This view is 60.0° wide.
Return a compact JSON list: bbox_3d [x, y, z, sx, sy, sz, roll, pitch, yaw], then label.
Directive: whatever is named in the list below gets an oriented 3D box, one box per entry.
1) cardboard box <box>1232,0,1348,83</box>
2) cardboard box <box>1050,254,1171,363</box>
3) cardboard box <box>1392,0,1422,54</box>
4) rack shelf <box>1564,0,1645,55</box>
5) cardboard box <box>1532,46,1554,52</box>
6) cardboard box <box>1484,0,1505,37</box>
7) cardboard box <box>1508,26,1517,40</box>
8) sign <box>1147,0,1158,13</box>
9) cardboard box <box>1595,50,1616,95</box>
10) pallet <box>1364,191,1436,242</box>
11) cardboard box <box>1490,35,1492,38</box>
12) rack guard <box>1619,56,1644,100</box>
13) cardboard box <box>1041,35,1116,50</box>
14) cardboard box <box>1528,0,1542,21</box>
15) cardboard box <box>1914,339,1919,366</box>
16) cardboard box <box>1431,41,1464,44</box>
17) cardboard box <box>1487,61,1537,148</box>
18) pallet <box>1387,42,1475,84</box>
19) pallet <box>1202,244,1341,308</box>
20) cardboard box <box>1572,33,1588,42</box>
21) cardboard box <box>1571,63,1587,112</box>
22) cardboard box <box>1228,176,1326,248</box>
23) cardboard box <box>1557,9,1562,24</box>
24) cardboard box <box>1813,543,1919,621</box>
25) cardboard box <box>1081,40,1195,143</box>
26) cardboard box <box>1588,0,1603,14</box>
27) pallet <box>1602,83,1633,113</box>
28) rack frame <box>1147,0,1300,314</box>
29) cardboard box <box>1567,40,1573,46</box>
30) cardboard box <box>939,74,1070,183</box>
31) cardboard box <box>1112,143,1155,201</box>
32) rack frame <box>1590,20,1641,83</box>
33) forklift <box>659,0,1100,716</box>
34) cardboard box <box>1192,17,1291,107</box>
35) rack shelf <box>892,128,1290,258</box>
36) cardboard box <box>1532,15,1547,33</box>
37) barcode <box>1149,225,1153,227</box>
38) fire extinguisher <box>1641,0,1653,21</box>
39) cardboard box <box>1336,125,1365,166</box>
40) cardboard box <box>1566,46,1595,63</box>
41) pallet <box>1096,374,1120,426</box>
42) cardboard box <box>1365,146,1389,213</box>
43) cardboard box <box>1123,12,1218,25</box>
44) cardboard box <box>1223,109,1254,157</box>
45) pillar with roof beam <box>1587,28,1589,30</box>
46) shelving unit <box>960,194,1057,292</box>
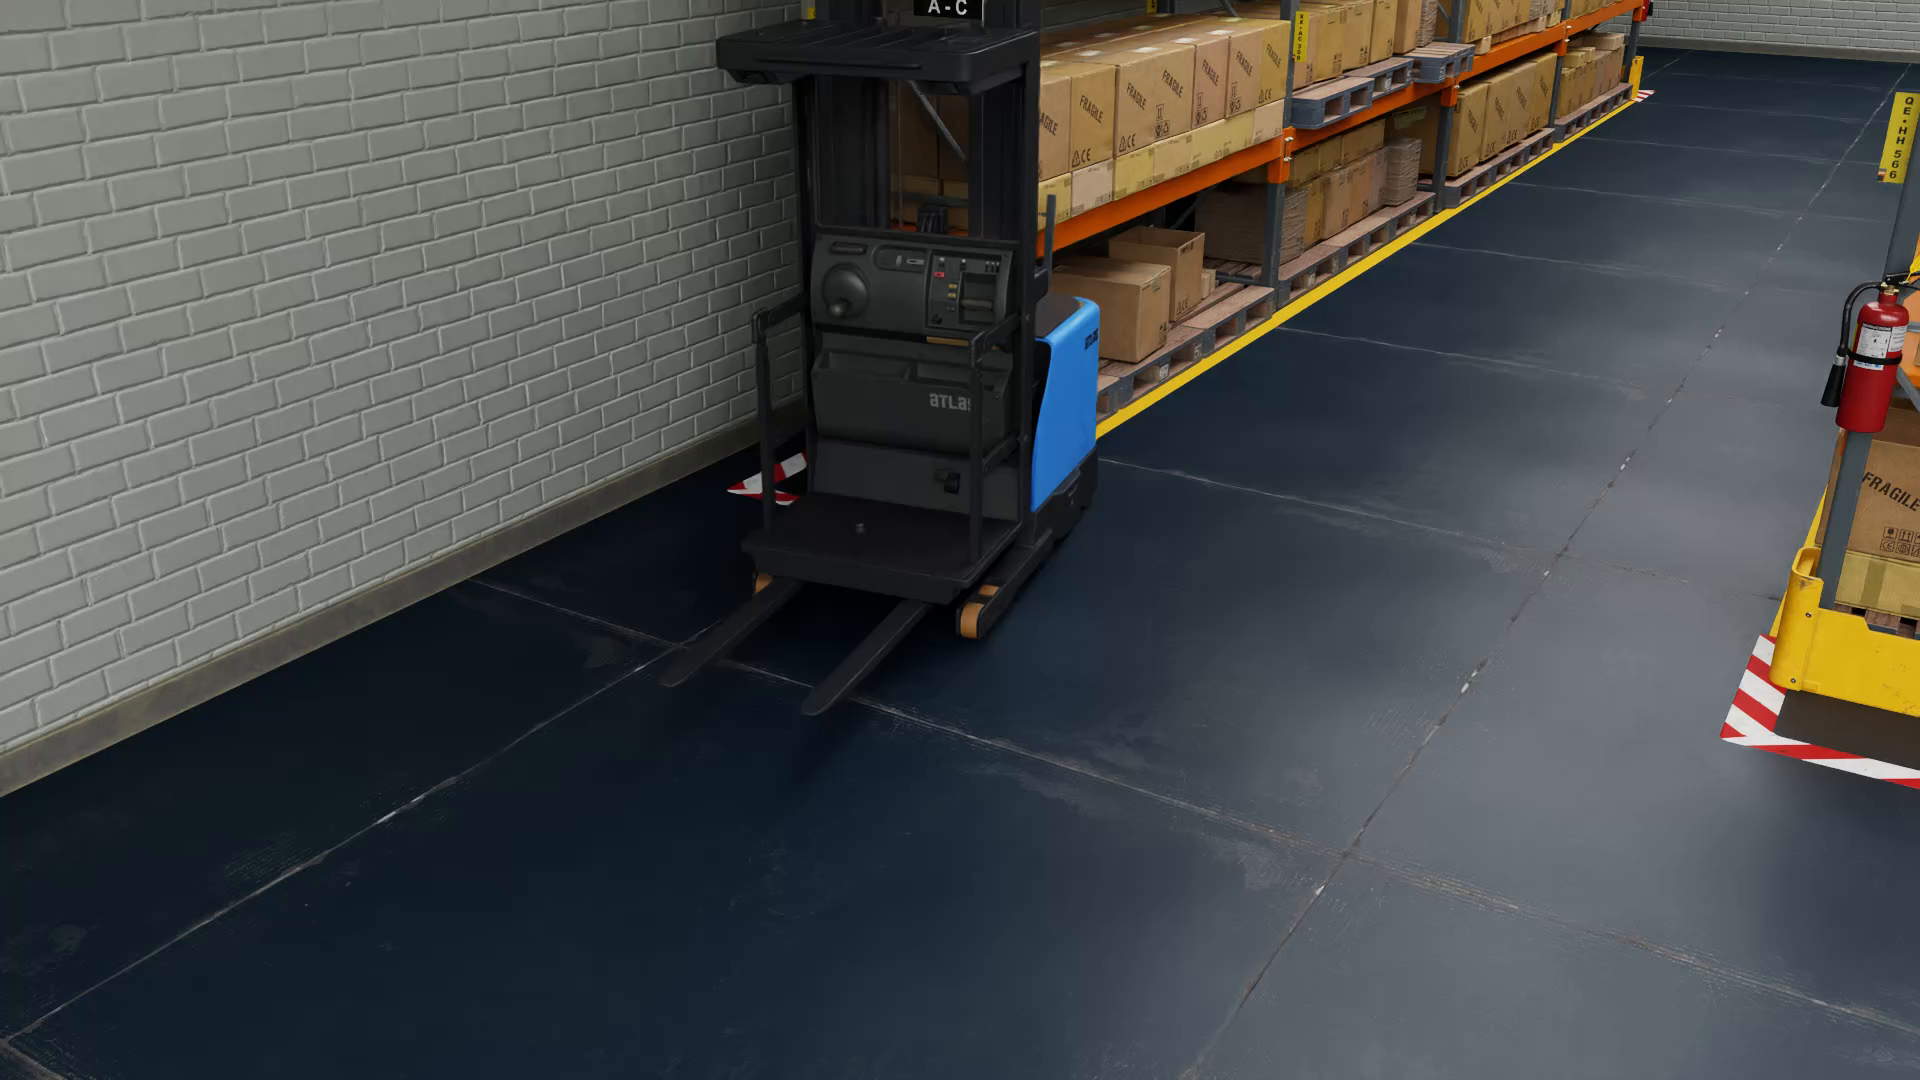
[{"bbox_3d":[2.433,-3.714,12.373,0.700,0.500,0.500,17,29,34],"label":"cardboard box"},{"bbox_3d":[0.897,-1.463,10.446,0.700,0.500,0.500,12,26,26],"label":"cardboard box"},{"bbox_3d":[3.434,-4.357,13.859,0.700,0.500,0.500,11,26,24],"label":"cardboard box"},{"bbox_3d":[7.110,-6.159,19.607,1.077,0.370,4.000,14,27,29],"label":"rack shelf"},{"bbox_3d":[6.706,-5.648,19.323,0.380,0.149,0.250,13,27,27],"label":"cardboard box"},{"bbox_3d":[4.703,-4.941,15.362,0.500,0.500,0.500,15,28,31],"label":"cardboard box"},{"bbox_3d":[5.260,-5.028,16.379,0.380,0.149,0.250,15,27,31],"label":"cardboard box"},{"bbox_3d":[1.362,-3.760,11.704,0.100,0.325,0.005,14,27,29],"label":"sign"},{"bbox_3d":[7.617,-5.784,20.452,0.700,0.500,0.500,14,27,29],"label":"cardboard box"},{"bbox_3d":[3.532,-2.921,14.732,1.003,0.211,1.213,14,27,29],"label":"pallet"},{"bbox_3d":[4.825,-4.776,15.797,0.380,0.149,0.250,15,27,30],"label":"cardboard box"},{"bbox_3d":[8.178,-6.025,21.539,1.175,0.500,0.348,14,27,29],"label":"rack guard"},{"bbox_3d":[0.602,-2.765,10.082,0.500,0.500,0.500,14,27,30],"label":"cardboard box"},{"bbox_3d":[5.493,-5.455,16.550,0.500,0.500,0.500,14,27,29],"label":"cardboard box"},{"bbox_3d":[4.193,-0.928,6.492,0.700,0.500,0.500,14,27,29],"label":"cardboard box"},{"bbox_3d":[4.315,-4.421,14.977,0.380,0.149,0.250,13,27,28],"label":"cardboard box"},{"bbox_3d":[5.356,-4.473,16.984,0.750,0.750,0.750,15,27,31],"label":"cardboard box"},{"bbox_3d":[3.660,-4.113,14.217,1.213,0.211,1.003,14,27,29],"label":"pallet"},{"bbox_3d":[2.245,-2.097,12.829,1.003,0.211,1.213,14,27,29],"label":"pallet"},{"bbox_3d":[7.510,-6.163,20.512,0.380,0.149,0.250,14,27,29],"label":"cardboard box"},{"bbox_3d":[6.804,-5.260,19.241,0.700,0.500,0.500,14,27,28],"label":"cardboard box"},{"bbox_3d":[2.439,-2.606,13.086,0.700,0.500,0.500,13,27,28],"label":"cardboard box"},{"bbox_3d":[6.117,-5.535,17.550,0.380,0.149,0.250,14,27,29],"label":"cardboard box"},{"bbox_3d":[3.967,0.099,7.178,0.500,0.250,0.500,14,27,29],"label":"cardboard box"},{"bbox_3d":[1.042,-2.661,9.841,0.500,0.500,0.500,15,27,31],"label":"cardboard box"},{"bbox_3d":[6.745,-6.377,18.827,0.980,0.700,0.700,13,27,28],"label":"cardboard box"},{"bbox_3d":[7.810,-5.598,20.916,1.003,0.211,1.213,14,27,29],"label":"pallet"},{"bbox_3d":[1.835,-3.114,11.668,1.000,3.000,0.127,14,27,29],"label":"rack frame"},{"bbox_3d":[7.109,-5.906,19.918,0.380,0.149,0.250,14,27,29],"label":"cardboard box"},{"bbox_3d":[0.232,-2.147,8.653,0.500,0.500,0.500,14,27,29],"label":"cardboard box"},{"bbox_3d":[0.788,-2.151,9.608,0.500,0.250,0.500,13,27,28],"label":"cardboard box"},{"bbox_3d":[8.165,-7.164,21.023,1.000,3.000,0.127,14,27,29],"label":"rack frame"},{"bbox_3d":[-0.296,-1.097,7.095,1.130,2.935,3.031,9,25,20],"label":"forklift"},{"bbox_3d":[1.848,-3.174,11.026,0.500,0.500,0.500,14,27,29],"label":"cardboard box"},{"bbox_3d":[0.780,-2.109,10.251,1.077,0.370,4.000,14,27,29],"label":"rack shelf"},{"bbox_3d":[5.740,-5.265,16.927,0.380,0.149,0.250,14,27,29],"label":"cardboard box"},{"bbox_3d":[1.346,-2.184,11.708,0.001,0.075,0.075,14,27,29],"label":"barcode"},{"bbox_3d":[8.637,-6.912,21.007,0.296,0.674,0.183,14,27,29],"label":"fire extinguisher"},{"bbox_3d":[2.989,-3.255,13.642,0.500,0.250,0.500,14,27,29],"label":"cardboard box"},{"bbox_3d":[7.147,-5.642,19.308,0.380,0.149,0.250,13,27,27],"label":"cardboard box"},{"bbox_3d":[0.224,-0.777,9.779,1.003,0.211,1.213,14,27,29],"label":"pallet"},{"bbox_3d":[3.239,-3.115,14.264,0.700,0.500,0.500,14,27,29],"label":"cardboard box"},{"bbox_3d":[1.410,-3.284,11.279,0.500,0.500,0.500,13,27,28],"label":"cardboard box"},{"bbox_3d":[1.573,-2.665,10.793,0.500,0.250,0.500,14,27,29],"label":"cardboard box"},{"bbox_3d":[12.512,-10.108,20.271,9.100,9.000,0.400,14,27,29],"label":"pillar with roof beam"},{"bbox_3d":[0.082,-0.927,8.466,0.538,1.500,1.048,9,26,14],"label":"shelving unit"}]
